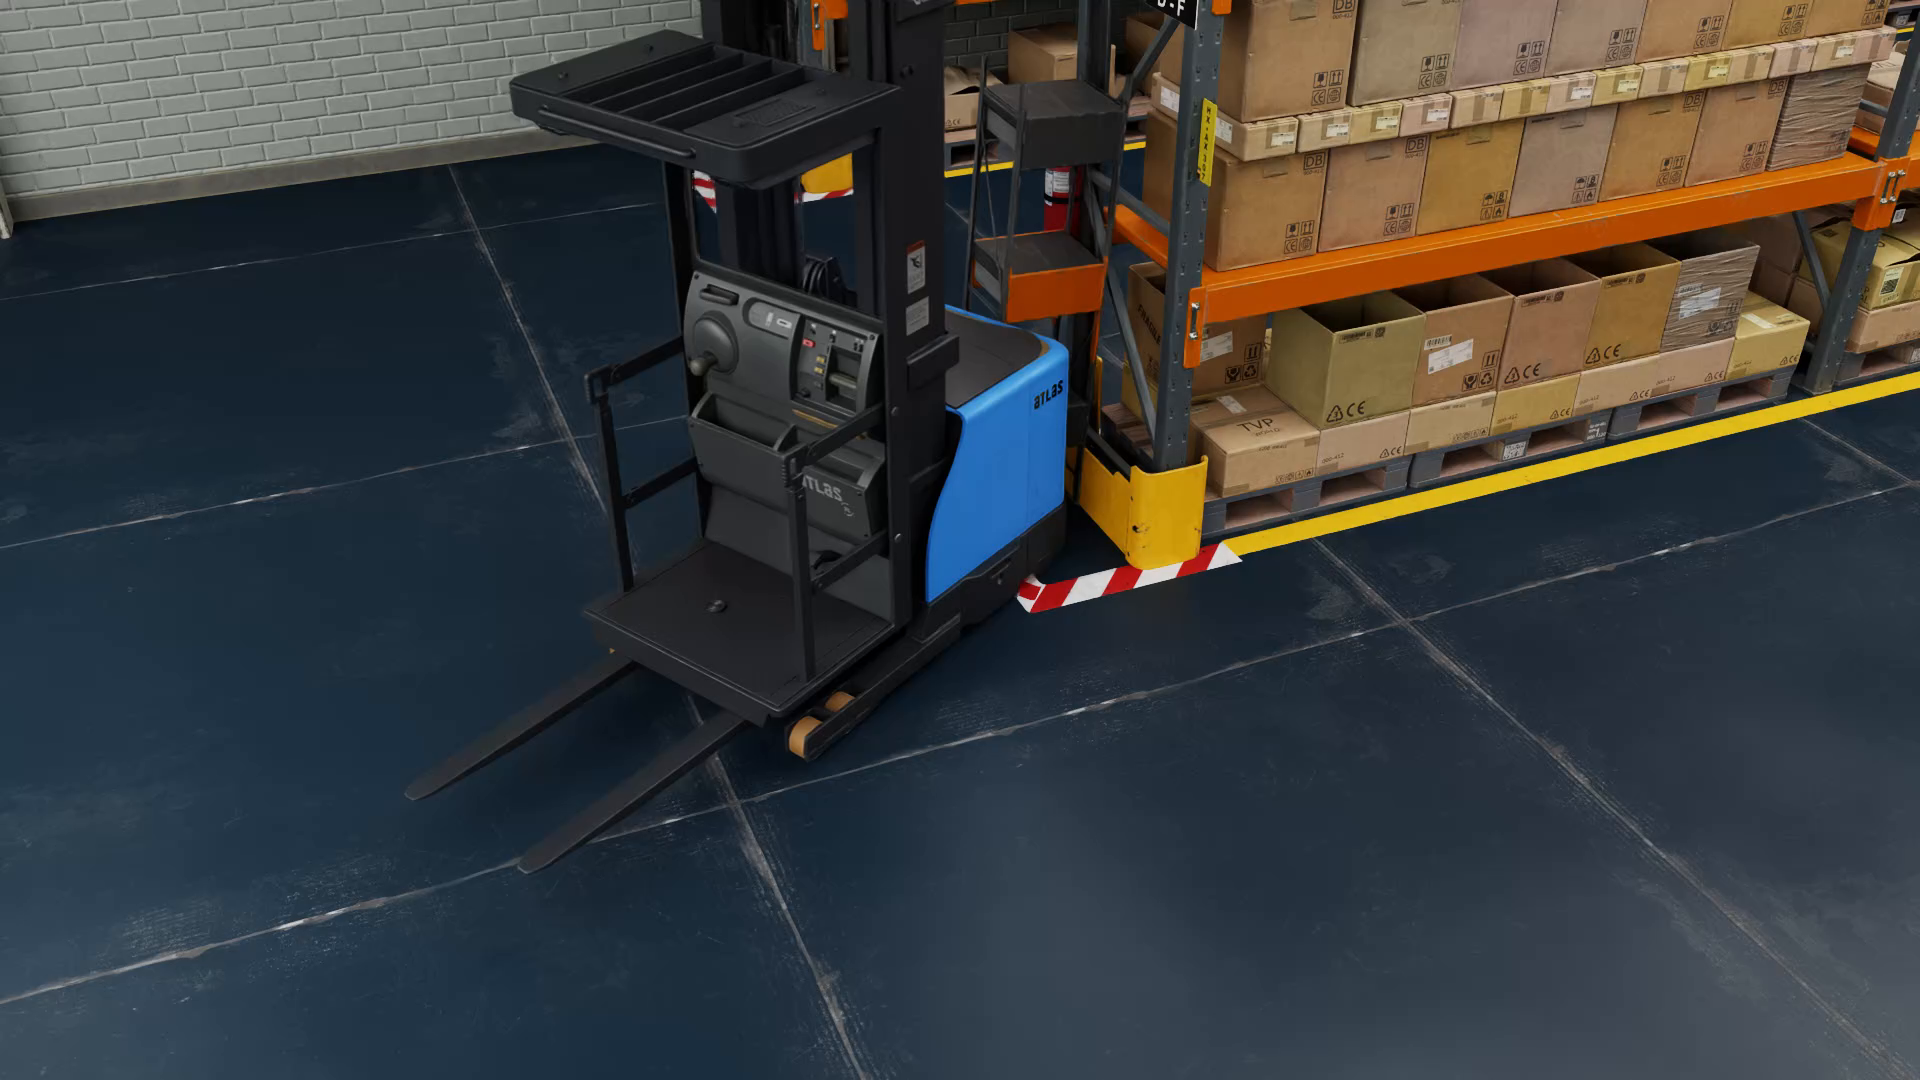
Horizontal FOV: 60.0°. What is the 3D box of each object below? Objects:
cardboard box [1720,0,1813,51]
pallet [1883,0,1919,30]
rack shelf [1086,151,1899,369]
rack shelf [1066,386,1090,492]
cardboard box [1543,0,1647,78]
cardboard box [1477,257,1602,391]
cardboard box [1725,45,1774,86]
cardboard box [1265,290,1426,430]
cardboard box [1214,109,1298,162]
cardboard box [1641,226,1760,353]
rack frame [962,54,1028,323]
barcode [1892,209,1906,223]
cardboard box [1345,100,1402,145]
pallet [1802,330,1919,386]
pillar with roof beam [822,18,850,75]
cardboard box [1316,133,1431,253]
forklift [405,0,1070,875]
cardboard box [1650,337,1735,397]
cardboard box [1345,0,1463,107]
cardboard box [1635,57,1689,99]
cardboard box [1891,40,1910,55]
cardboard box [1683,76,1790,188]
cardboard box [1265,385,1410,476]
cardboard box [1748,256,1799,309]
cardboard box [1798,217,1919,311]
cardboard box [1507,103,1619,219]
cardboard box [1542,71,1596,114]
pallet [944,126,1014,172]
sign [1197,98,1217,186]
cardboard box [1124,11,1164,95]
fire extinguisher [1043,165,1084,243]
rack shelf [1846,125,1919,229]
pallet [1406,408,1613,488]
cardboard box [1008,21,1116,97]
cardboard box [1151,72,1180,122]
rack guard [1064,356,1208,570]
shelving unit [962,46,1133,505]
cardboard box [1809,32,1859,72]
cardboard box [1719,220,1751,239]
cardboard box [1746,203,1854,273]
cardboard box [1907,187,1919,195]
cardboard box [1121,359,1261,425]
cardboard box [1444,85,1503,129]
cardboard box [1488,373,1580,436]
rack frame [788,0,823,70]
[{"bbox_3d":[3.577,-2.671,7.824,0.500,0.500,0.700,-13,35,-19],"label":"cardboard box"},{"bbox_3d":[8.095,-4.840,14.994,1.213,0.211,1.003,-13,35,-19],"label":"pallet"},{"bbox_3d":[2.605,-1.566,8.066,4.000,0.370,1.077,-13,35,-19],"label":"rack shelf"},{"bbox_3d":[0.281,-0.510,7.878,0.480,0.518,0.431,-11,37,-22],"label":"rack shelf"},{"bbox_3d":[2.654,-2.461,7.500,0.500,0.500,0.700,-13,35,-19],"label":"cardboard box"},{"bbox_3d":[2.725,-1.100,8.138,0.500,0.500,0.500,-13,35,-19],"label":"cardboard box"},{"bbox_3d":[3.570,-2.275,7.809,0.250,0.149,0.380,-13,35,-19],"label":"cardboard box"},{"bbox_3d":[1.801,-0.891,7.817,0.500,0.500,0.500,-13,35,-19],"label":"cardboard box"},{"bbox_3d":[1.206,-1.733,6.977,0.250,0.149,0.380,-13,35,-19],"label":"cardboard box"},{"bbox_3d":[3.640,-1.320,8.477,0.500,0.500,0.500,-13,35,-19],"label":"cardboard box"},{"bbox_3d":[0.109,-1.057,7.388,0.015,2.100,0.400,-11,37,-22],"label":"rack frame"},{"bbox_3d":[4.845,-1.673,8.579,0.075,0.075,0.001,-13,35,-19],"label":"barcode"},{"bbox_3d":[1.679,-1.843,7.145,0.250,0.149,0.380,-13,35,-19],"label":"cardboard box"},{"bbox_3d":[5.113,-1.296,9.548,1.213,0.211,1.003,-13,35,-19],"label":"pallet"},{"bbox_3d":[0.817,-4.868,6.980,0.400,9.000,9.100,-13,35,-19],"label":"pillar with roof beam"},{"bbox_3d":[1.678,-1.692,7.509,0.500,0.500,0.700,-12,35,-18],"label":"cardboard box"},{"bbox_3d":[-0.809,-0.682,6.110,1.130,2.935,3.031,22,39,30],"label":"forklift"},{"bbox_3d":[3.641,-1.005,8.680,0.500,0.250,0.500,-13,35,-19],"label":"cardboard box"},{"bbox_3d":[1.728,-2.248,7.173,0.500,0.500,0.700,-14,36,-20],"label":"cardboard box"},{"bbox_3d":[3.110,-2.171,7.650,0.250,0.149,0.380,-12,35,-18],"label":"cardboard box"},{"bbox_3d":[5.188,-2.511,8.982,0.258,0.266,0.396,-14,35,-20],"label":"cardboard box"},{"bbox_3d":[3.558,-2.120,8.166,0.500,0.500,0.700,-13,35,-19],"label":"cardboard box"},{"bbox_3d":[1.801,-0.577,8.023,0.500,0.250,0.500,-13,35,-19],"label":"cardboard box"},{"bbox_3d":[4.719,-1.546,9.512,0.500,0.250,0.500,-13,35,-19],"label":"cardboard box"},{"bbox_3d":[4.926,-1.510,8.943,0.500,0.311,0.500,-13,35,-19],"label":"cardboard box"},{"bbox_3d":[2.622,-1.907,7.839,0.500,0.500,0.700,-12,35,-18],"label":"cardboard box"},{"bbox_3d":[2.623,-2.058,7.475,0.250,0.149,0.380,-13,35,-18],"label":"cardboard box"},{"bbox_3d":[-0.328,-2.936,12.069,1.213,0.211,1.003,-13,35,-19],"label":"pallet"},{"bbox_3d":[0.970,-1.561,6.532,0.005,0.325,0.100,-13,35,-19],"label":"sign"},{"bbox_3d":[1.586,-3.677,12.540,0.500,0.500,0.500,-16,36,-22],"label":"cardboard box"},{"bbox_3d":[0.472,-1.621,7.562,0.183,0.674,0.296,-13,35,-19],"label":"fire extinguisher"},{"bbox_3d":[6.293,-2.410,9.364,4.000,0.370,1.077,-13,35,-19],"label":"rack shelf"},{"bbox_3d":[2.573,-0.714,8.654,1.213,0.211,1.003,-13,35,-19],"label":"pallet"},{"bbox_3d":[0.734,-3.423,12.149,0.500,0.500,0.700,-15,36,-22],"label":"cardboard box"},{"bbox_3d":[1.039,-1.935,7.288,0.250,0.149,0.380,-13,35,-20],"label":"cardboard box"},{"bbox_3d":[0.738,-0.392,7.894,0.348,0.500,1.175,-13,35,-19],"label":"rack guard"},{"bbox_3d":[0.330,-1.101,7.481,0.503,2.100,0.431,-11,37,-22],"label":"shelving unit"},{"bbox_3d":[4.052,-2.387,7.982,0.250,0.149,0.380,-14,35,-20],"label":"cardboard box"},{"bbox_3d":[3.900,-1.687,9.041,0.500,0.500,0.500,-13,35,-19],"label":"cardboard box"},{"bbox_3d":[4.711,-1.778,9.354,0.500,0.311,0.500,-13,35,-19],"label":"cardboard box"},{"bbox_3d":[5.649,-1.995,9.688,0.500,0.311,0.500,-13,35,-19],"label":"cardboard box"},{"bbox_3d":[1.141,-0.730,8.258,0.500,0.250,0.500,-13,35,-19],"label":"cardboard box"},{"bbox_3d":[2.157,-1.952,7.314,0.250,0.149,0.380,-14,36,-21],"label":"cardboard box"},{"bbox_3d":[2.725,-0.786,8.343,0.500,0.250,0.500,-13,35,-19],"label":"cardboard box"},{"bbox_3d":[-1.161,-3.935,11.048,0.127,3.000,1.000,-13,35,-19],"label":"rack frame"}]
